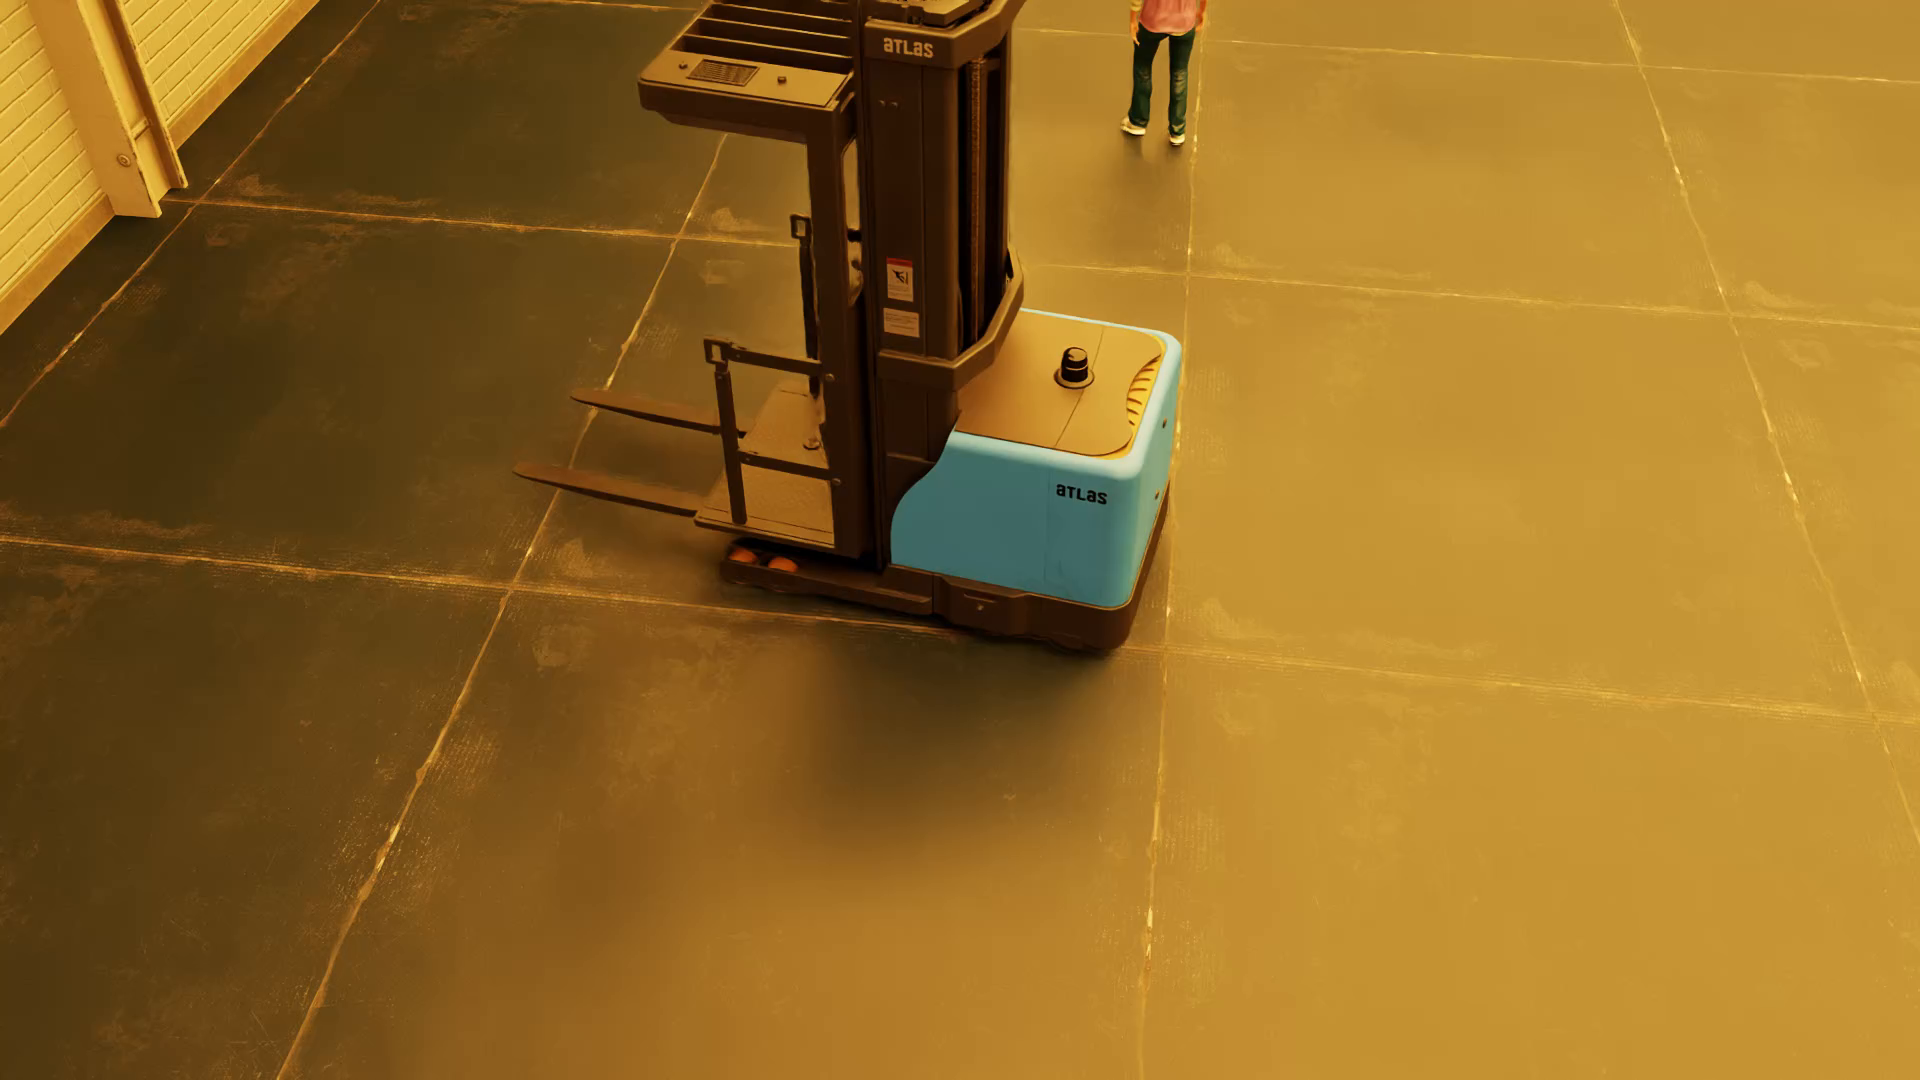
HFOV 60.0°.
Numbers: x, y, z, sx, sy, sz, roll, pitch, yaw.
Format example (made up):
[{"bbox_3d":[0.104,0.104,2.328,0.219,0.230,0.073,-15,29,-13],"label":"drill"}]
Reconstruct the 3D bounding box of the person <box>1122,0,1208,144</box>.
[{"bbox_3d":[1.263,-3.194,10.211,0.492,1.620,0.425,-2,43,-2],"label":"person"}]

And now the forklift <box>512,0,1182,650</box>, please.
[{"bbox_3d":[-0.591,-1.167,6.994,3.031,2.935,1.130,11,44,12],"label":"forklift"}]
